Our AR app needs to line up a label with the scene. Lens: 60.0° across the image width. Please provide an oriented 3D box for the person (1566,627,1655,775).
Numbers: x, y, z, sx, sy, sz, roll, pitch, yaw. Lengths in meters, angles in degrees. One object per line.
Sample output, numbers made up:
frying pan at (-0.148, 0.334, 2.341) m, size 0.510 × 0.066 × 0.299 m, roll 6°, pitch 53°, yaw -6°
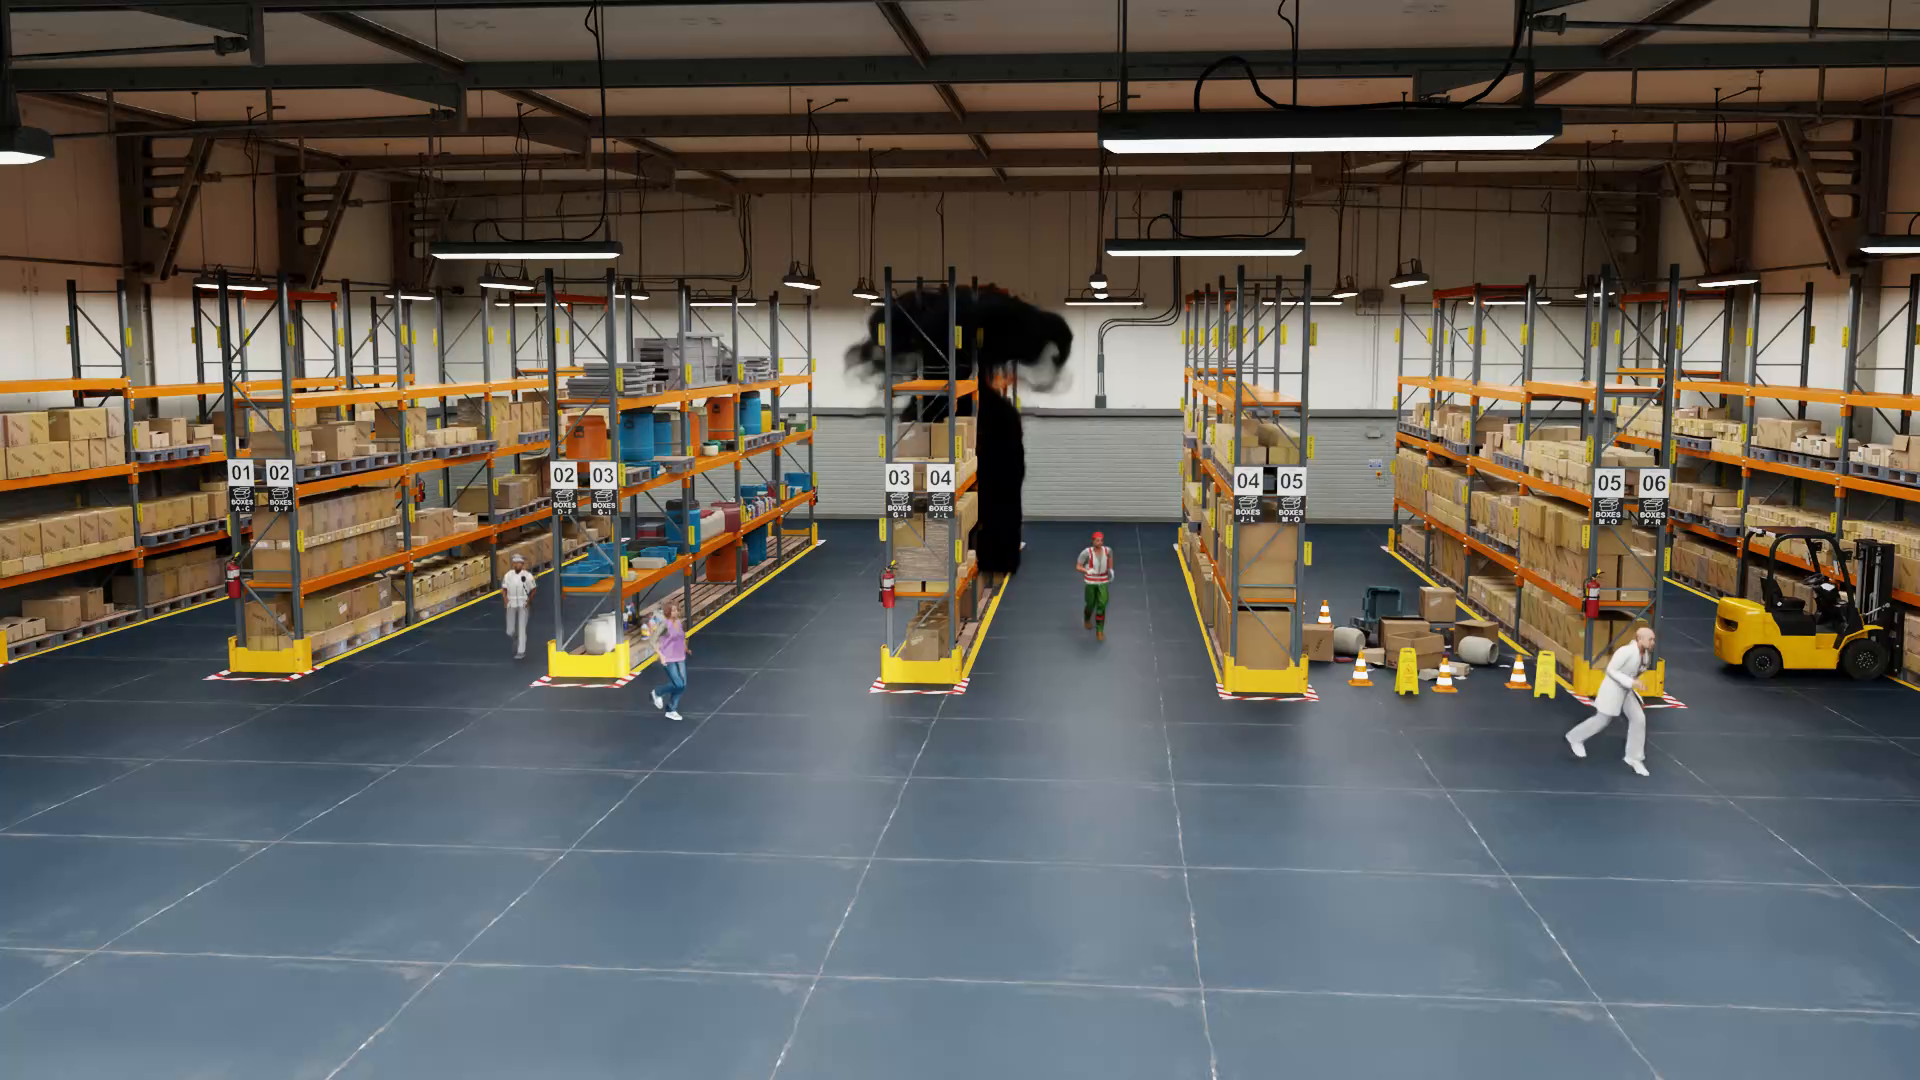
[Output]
person at (7.624, 1.828, 19.469) m, size 0.754 × 1.742 × 1.083 m, roll -6°, pitch 9°, yaw -40°

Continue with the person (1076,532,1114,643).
person at (2.266, 0.742, 27.821) m, size 0.687 × 1.795 × 1.033 m, roll -1°, pitch 7°, yaw -11°

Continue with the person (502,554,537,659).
person at (-6.896, 1.028, 26.012) m, size 0.555 × 1.654 × 0.549 m, roll -1°, pitch 7°, yaw -5°

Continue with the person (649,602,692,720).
person at (-3.786, 1.592, 21.871) m, size 0.545 × 1.558 × 0.545 m, roll 5°, pitch 8°, yaw 34°
